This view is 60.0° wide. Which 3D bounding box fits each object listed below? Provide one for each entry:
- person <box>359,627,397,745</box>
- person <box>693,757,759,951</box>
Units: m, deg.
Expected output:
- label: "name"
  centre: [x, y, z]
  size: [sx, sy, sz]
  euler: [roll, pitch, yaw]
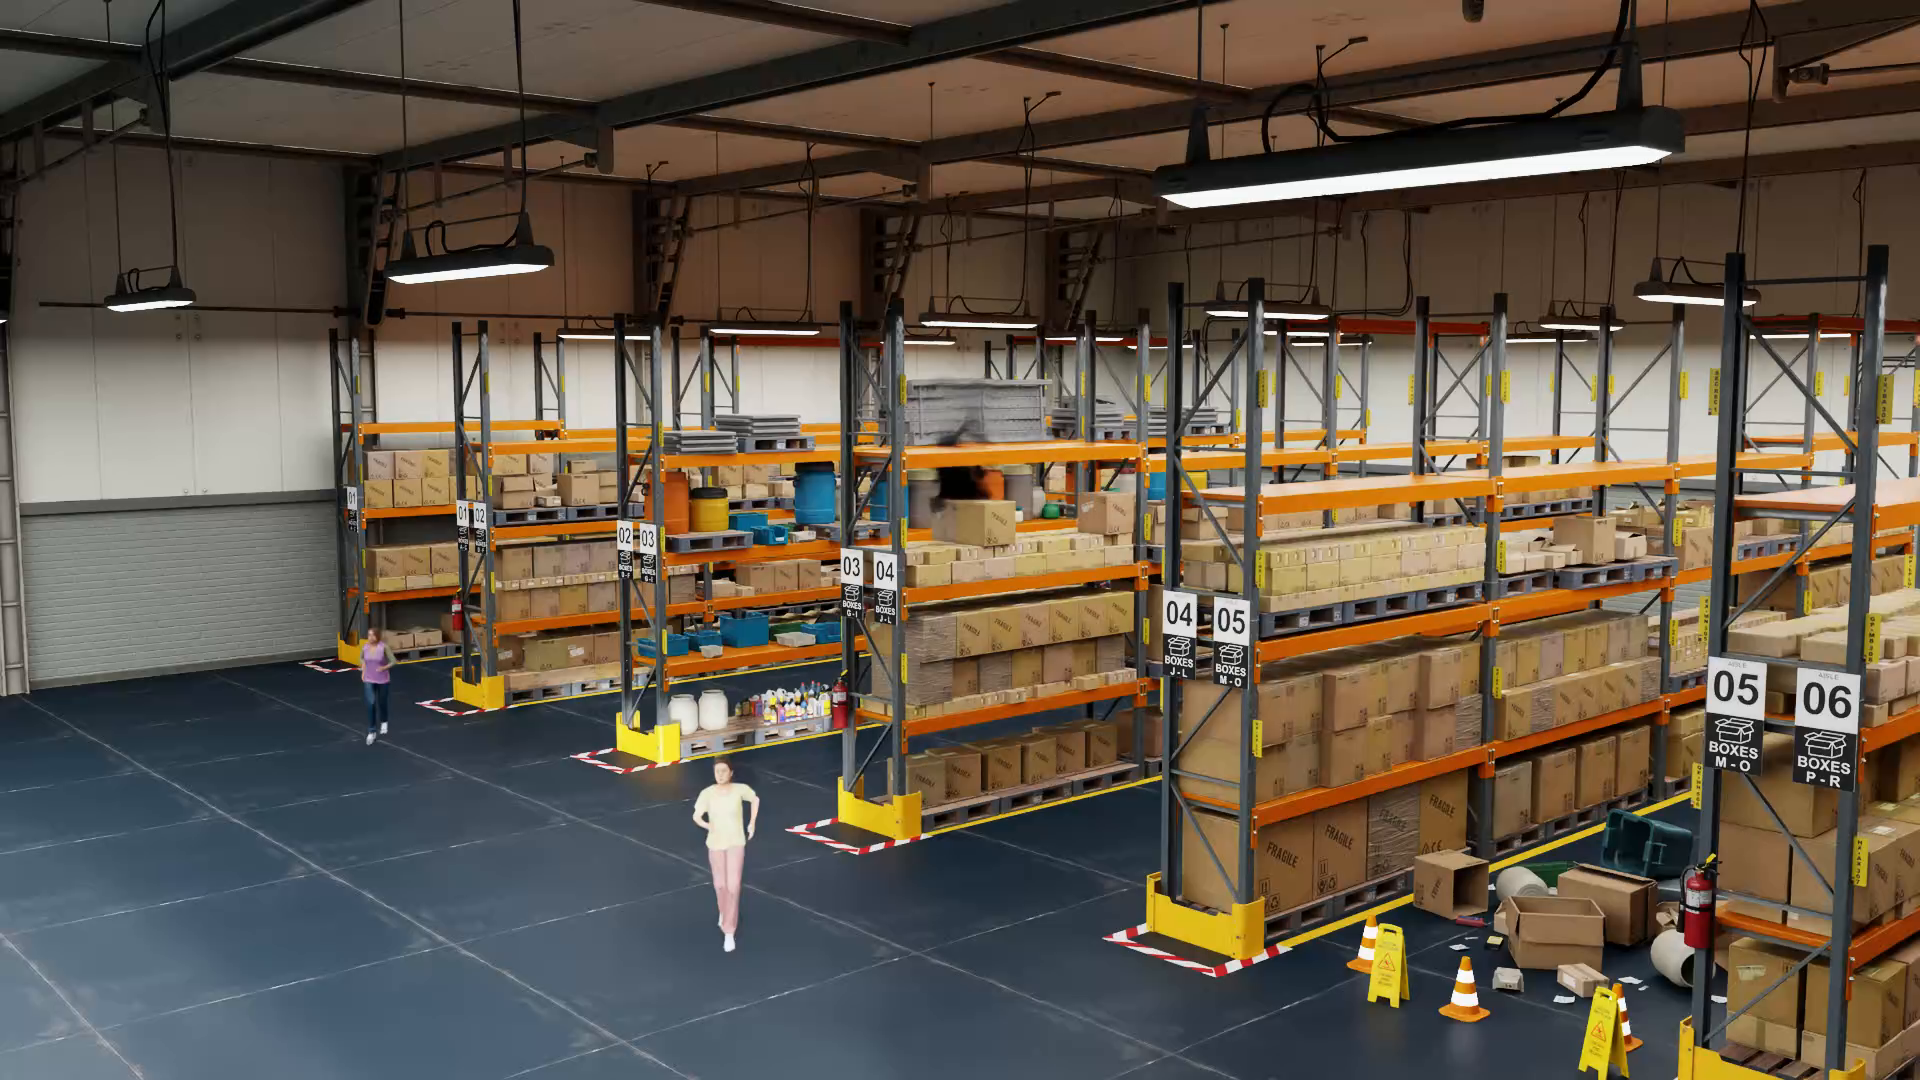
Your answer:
- label: "person"
  centre: [-8.248, 2.038, 23.583]
  size: [0.530, 1.596, 0.780]
  euler: [-1, 6, -12]
- label: "person"
  centre: [-2.155, 2.837, 15.280]
  size: [0.580, 1.714, 0.773]
  euler: [0, 6, 1]
